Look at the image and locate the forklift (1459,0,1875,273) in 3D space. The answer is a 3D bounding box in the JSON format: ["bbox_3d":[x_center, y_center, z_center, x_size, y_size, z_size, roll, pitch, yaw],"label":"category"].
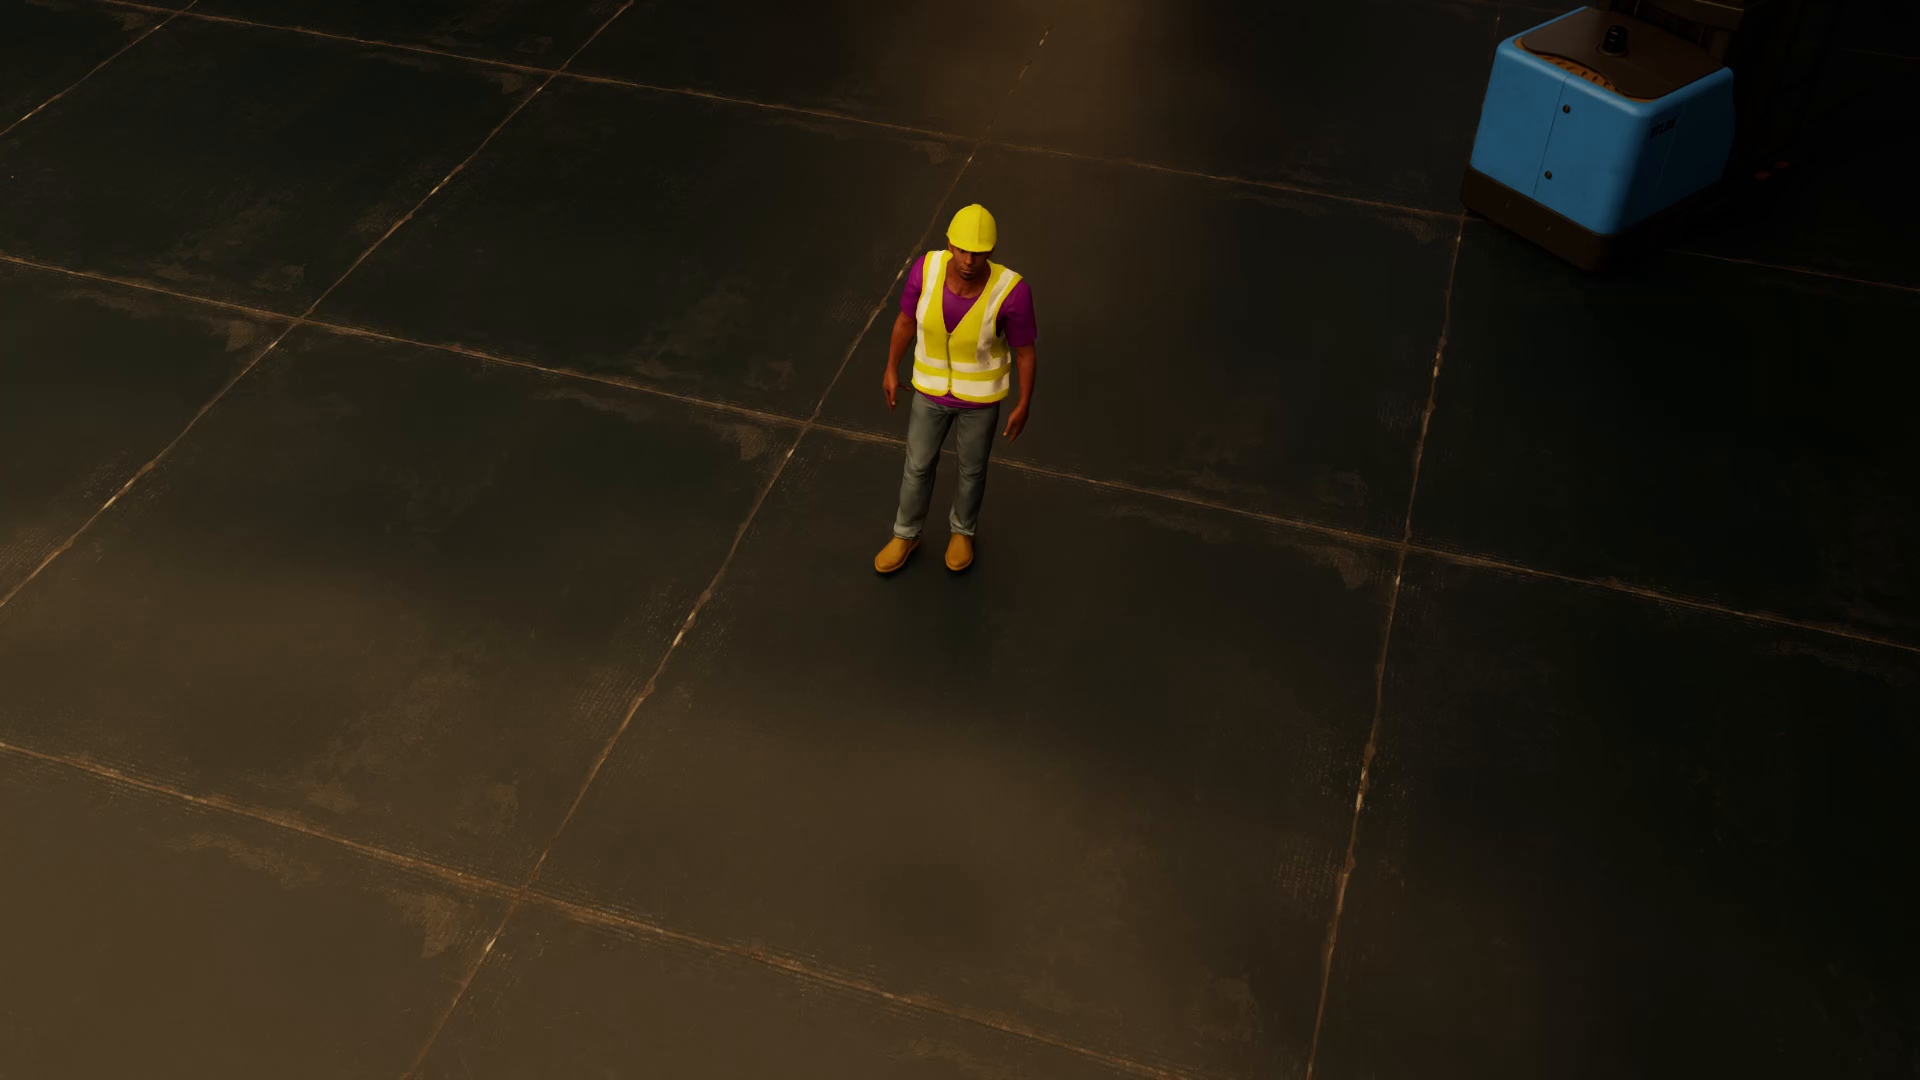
[{"bbox_3d":[4.460,-3.398,9.342,3.031,2.935,1.130,-27,49,-26],"label":"forklift"}]

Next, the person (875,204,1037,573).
[{"bbox_3d":[-0.027,-0.608,7.187,0.665,1.768,0.575,12,44,13],"label":"person"}]
